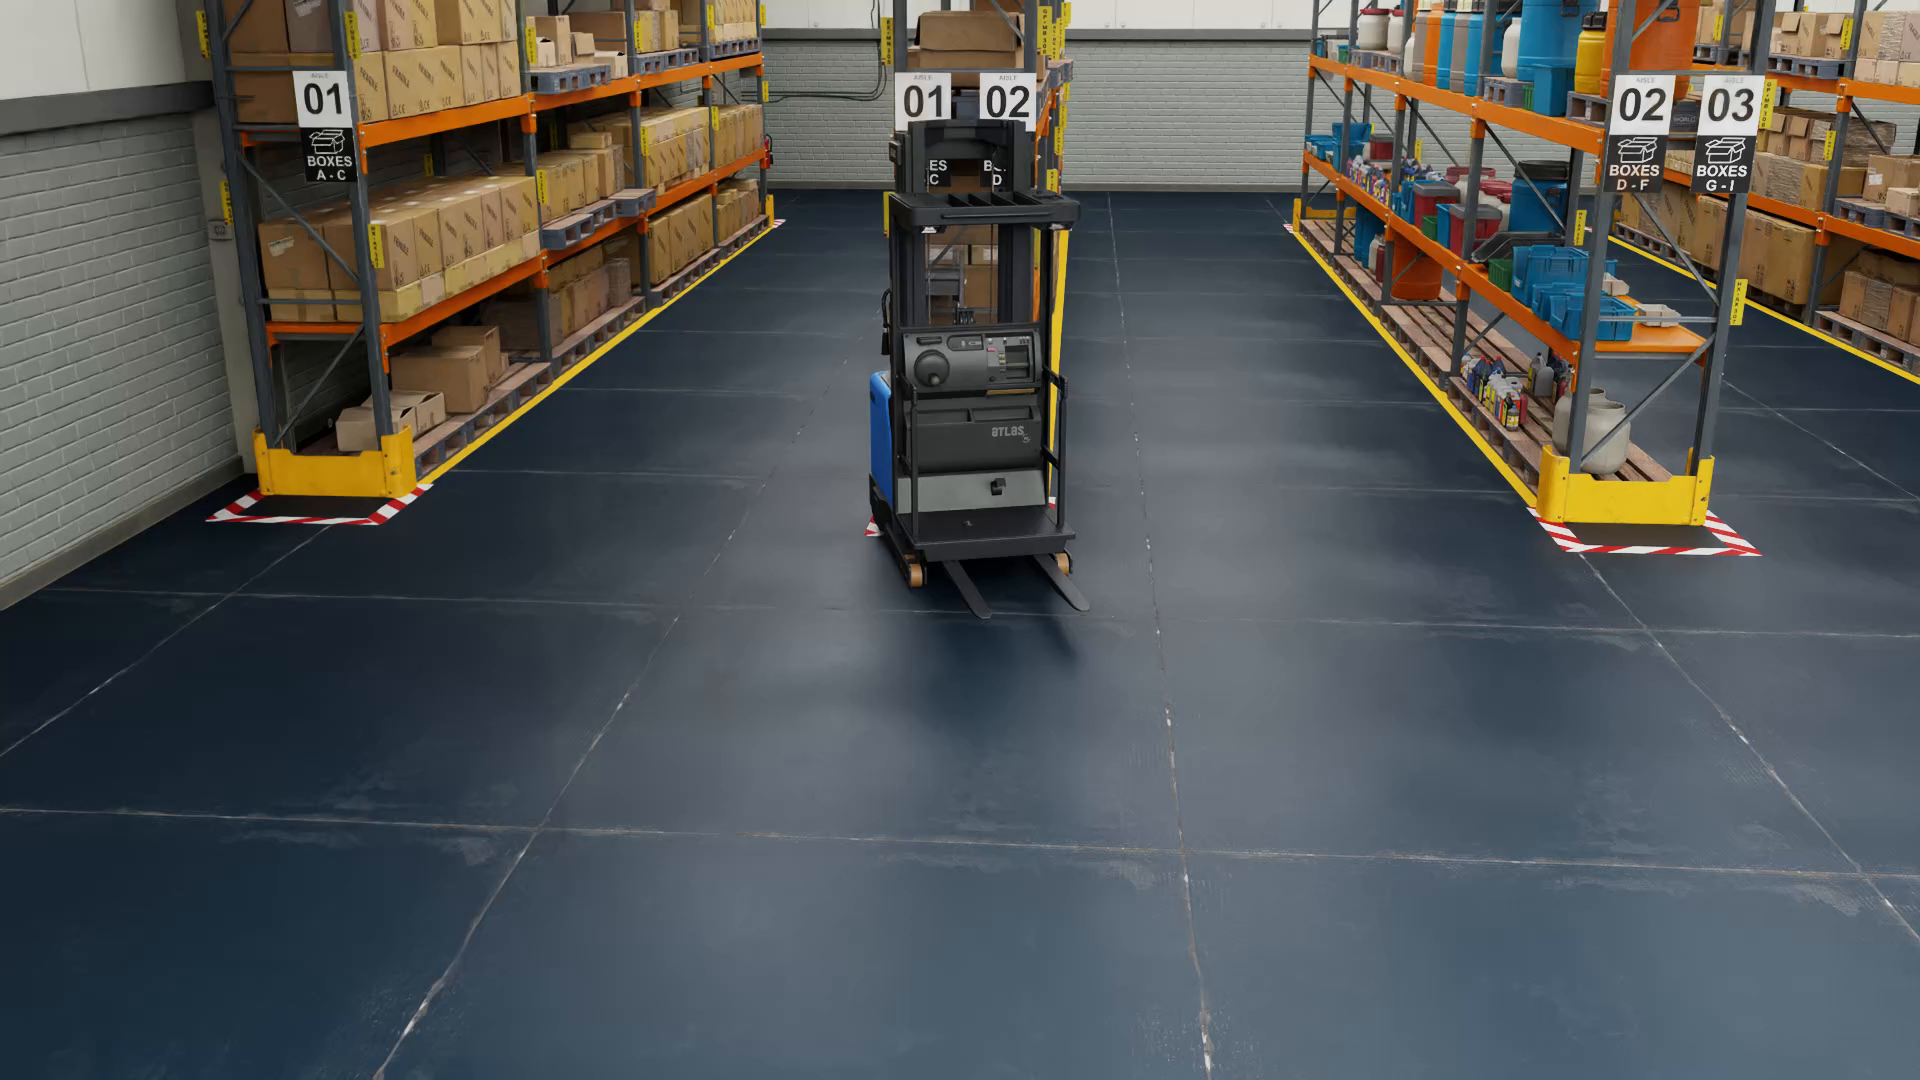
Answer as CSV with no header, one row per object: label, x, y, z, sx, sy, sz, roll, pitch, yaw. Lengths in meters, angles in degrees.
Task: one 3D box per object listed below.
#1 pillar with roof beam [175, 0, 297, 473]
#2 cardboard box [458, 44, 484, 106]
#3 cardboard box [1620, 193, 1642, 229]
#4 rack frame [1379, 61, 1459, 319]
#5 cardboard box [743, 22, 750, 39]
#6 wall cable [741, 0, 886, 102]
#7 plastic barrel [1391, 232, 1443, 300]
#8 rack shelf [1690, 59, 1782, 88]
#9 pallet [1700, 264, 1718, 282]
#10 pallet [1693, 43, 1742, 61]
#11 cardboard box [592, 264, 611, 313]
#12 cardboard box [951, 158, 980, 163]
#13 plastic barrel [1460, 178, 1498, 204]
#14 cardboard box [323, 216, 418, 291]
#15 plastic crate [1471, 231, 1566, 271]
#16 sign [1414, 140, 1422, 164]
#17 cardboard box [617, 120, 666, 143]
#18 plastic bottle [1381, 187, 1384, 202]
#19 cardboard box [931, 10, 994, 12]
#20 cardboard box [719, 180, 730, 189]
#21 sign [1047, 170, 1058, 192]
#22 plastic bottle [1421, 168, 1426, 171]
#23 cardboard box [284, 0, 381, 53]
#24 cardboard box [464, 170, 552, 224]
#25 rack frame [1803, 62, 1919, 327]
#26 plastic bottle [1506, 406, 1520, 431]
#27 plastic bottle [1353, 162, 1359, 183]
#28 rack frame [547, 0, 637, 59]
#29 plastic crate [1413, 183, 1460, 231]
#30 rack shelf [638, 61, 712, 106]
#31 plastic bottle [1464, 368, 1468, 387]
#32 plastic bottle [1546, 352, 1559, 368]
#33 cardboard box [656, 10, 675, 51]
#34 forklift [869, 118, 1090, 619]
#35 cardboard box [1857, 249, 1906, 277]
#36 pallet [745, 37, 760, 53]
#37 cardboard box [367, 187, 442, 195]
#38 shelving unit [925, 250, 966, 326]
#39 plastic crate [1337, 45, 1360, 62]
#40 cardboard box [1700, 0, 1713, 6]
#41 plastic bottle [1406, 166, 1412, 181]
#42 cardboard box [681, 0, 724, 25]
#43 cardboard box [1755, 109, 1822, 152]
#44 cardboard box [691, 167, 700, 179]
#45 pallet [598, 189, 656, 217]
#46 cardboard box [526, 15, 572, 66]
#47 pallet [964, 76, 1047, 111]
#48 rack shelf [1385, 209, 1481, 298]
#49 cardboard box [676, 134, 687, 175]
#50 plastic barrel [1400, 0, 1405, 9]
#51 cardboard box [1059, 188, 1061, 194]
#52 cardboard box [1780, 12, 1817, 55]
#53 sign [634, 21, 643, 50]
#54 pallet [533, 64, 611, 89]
pillar with roof beam,-1.423,-4.786,12.078,9.100,9.000,0.400,1,18,4
cardboard box,-4.458,-4.027,14.386,0.500,0.500,0.500,1,18,2
cardboard box,11.098,-5.421,26.389,0.875,0.875,0.875,1,18,4
rack frame,5.551,-4.058,19.490,1.000,3.000,0.127,1,18,4
cardboard box,-3.581,-7.970,26.018,0.500,0.250,0.500,1,18,2
wall cable,-2.995,-9.888,32.634,3.097,2.526,0.112,1,18,4
plastic barrel,5.569,-3.379,20.228,0.600,0.830,0.708,1,18,4
rack shelf,10.921,-6.895,24.485,1.077,0.370,4.000,1,18,4
pallet,10.798,-3.623,22.642,1.003,0.211,1.213,1,18,4
pallet,10.847,-6.827,23.266,1.003,0.211,1.213,1,18,4
cardboard box,-4.483,-2.918,19.320,0.700,0.500,0.500,1,18,4
cardboard box,0.154,-2.830,13.500,0.700,0.500,0.500,1,18,4
plastic barrel,5.660,-3.656,18.084,0.421,0.512,0.421,0,18,0
cardboard box,-4.570,-2.231,12.918,0.500,0.500,0.500,1,18,4
plastic crate,5.100,-2.627,15.221,0.767,0.338,0.504,1,18,4
sign,6.386,-5.419,23.199,0.100,0.325,0.005,1,18,4
cardboard box,-4.003,-5.136,20.906,0.500,0.250,0.500,1,18,3
plastic bottle,5.204,-4.236,20.353,0.097,0.201,0.097,0,18,0
cardboard box,0.024,-4.516,15.011,0.500,0.500,0.500,3,18,8
cardboard box,-3.934,-5.750,26.952,0.380,0.149,0.250,1,18,4
sign,0.877,-3.365,15.856,0.100,0.325,0.005,1,18,4
plastic bottle,6.043,-4.728,21.734,0.152,0.276,0.135,1,18,4
cardboard box,-4.635,-3.866,12.290,0.500,0.500,0.500,0,18,0
cardboard box,-4.547,-3.451,16.770,0.700,0.500,0.500,1,18,4
rack frame,10.491,-3.947,19.153,1.000,3.000,0.127,1,18,4
plastic bottle,4.672,-1.033,14.045,0.097,0.201,0.097,0,18,0
plastic bottle,5.362,-4.955,22.434,0.097,0.271,0.097,0,18,0
rack frame,-4.331,-7.130,19.231,1.000,3.000,0.127,1,18,4
plastic crate,5.130,-3.593,17.970,0.402,0.464,0.583,1,18,4
rack shelf,-4.187,-5.984,21.706,1.077,0.370,4.000,1,18,4
plastic bottle,4.789,-1.543,15.601,0.097,0.201,0.097,0,18,0
plastic bottle,5.505,-1.560,15.413,0.144,0.351,0.185,1,18,2
cardboard box,-4.192,-6.758,22.047,0.700,0.500,0.500,1,18,3
forklift,0.131,-1.203,10.887,1.130,2.935,3.031,-4,19,-12
cardboard box,10.473,-3.116,18.720,0.500,0.250,0.500,2,18,6
pallet,-3.800,-7.917,26.591,1.003,0.211,1.213,1,18,4
cardboard box,-4.942,-2.875,14.884,0.500,0.500,0.500,2,18,5
shelving unit,-0.201,-1.065,12.212,0.431,2.100,0.503,-1,11,-6
plastic crate,5.584,-6.936,23.725,0.416,0.233,0.300,1,18,4
cardboard box,10.910,-7.881,24.141,0.500,0.250,0.500,1,18,2
plastic bottle,5.934,-4.795,21.945,0.097,0.271,0.097,0,18,0
cardboard box,-3.713,-7.694,23.972,0.500,0.500,0.500,1,18,3
cardboard box,10.679,-5.303,21.517,0.797,0.503,0.637,1,18,5
cardboard box,-3.804,-5.059,22.915,0.380,0.149,0.250,1,18,4
pallet,-4.276,-3.964,19.512,1.213,0.211,1.003,1,18,4
cardboard box,-4.410,-5.260,17.508,0.500,0.500,0.500,1,18,2
pallet,0.198,-3.667,13.623,1.003,0.211,1.213,1,18,4
rack shelf,5.407,-3.095,17.707,1.077,0.370,4.000,1,18,4
cardboard box,-3.928,-5.101,22.003,0.500,0.500,0.500,2,18,5
plastic barrel,5.868,-6.630,21.043,0.600,0.901,0.708,1,18,4
cardboard box,1.391,-5.501,27.203,0.500,0.500,0.500,1,18,4
cardboard box,10.616,-6.257,20.542,0.797,0.503,0.637,1,18,3
sign,-3.790,-5.938,19.579,0.100,0.325,0.005,1,18,4
pallet,-4.396,-4.885,17.497,1.213,0.211,1.003,1,18,4
